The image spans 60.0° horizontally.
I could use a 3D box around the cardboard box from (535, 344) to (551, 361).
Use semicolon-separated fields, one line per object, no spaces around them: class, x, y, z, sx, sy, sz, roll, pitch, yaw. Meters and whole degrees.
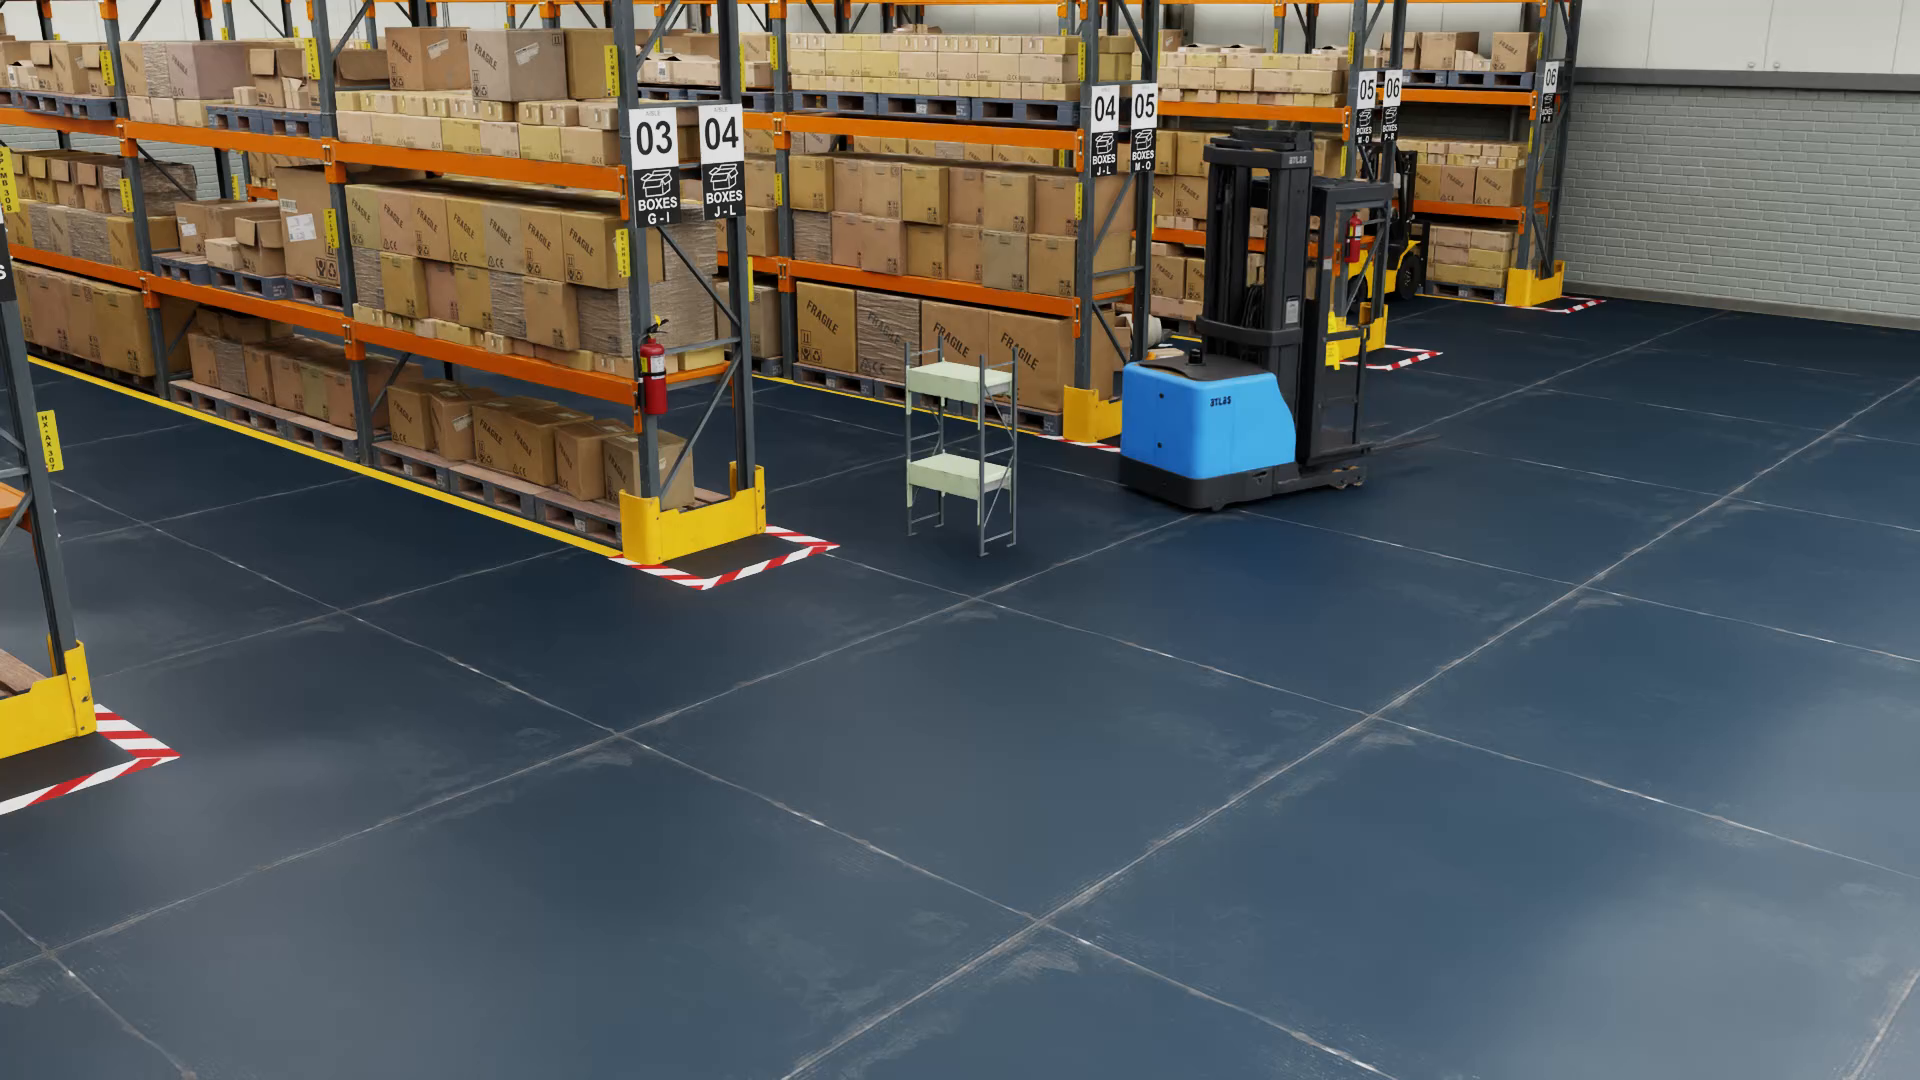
cardboard box;-3.024;-1.482;12.739;0.250;0.149;0.380;15;23;39

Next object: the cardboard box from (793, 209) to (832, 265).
cardboard box;-1.270;-3.294;17.786;0.550;0.550;0.875;15;23;39

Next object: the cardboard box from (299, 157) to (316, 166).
cardboard box;-9.216;-5.437;24.127;0.500;0.500;0.500;14;23;38

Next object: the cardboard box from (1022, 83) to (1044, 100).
cardboard box;0.776;-4.090;15.137;0.250;0.149;0.380;15;23;40

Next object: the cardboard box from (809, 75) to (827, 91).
cardboard box;-1.312;-4.651;16.904;0.250;0.149;0.380;15;23;39

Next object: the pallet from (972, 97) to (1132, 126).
pallet;0.876;-4.025;15.524;1.213;0.211;1.003;15;23;39

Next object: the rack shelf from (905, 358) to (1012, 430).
rack shelf;0.005;-1.086;12.263;0.720;0.370;0.431;15;23;39

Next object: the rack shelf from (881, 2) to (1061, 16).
rack shelf;0.461;-9.089;28.225;4.000;0.370;1.077;15;23;39

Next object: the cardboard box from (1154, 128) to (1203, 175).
cardboard box;2.567;-4.749;20.306;0.500;0.500;0.700;14;23;38

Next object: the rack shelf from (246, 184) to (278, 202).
rack shelf;-9.033;-4.959;24.469;4.000;0.370;1.077;15;23;39

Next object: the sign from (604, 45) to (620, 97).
sign;-2.313;-3.120;11.060;0.005;0.325;0.100;15;23;39

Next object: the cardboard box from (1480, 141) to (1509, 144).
cardboard box;7.450;-5.480;23.190;0.250;0.149;0.380;16;23;40

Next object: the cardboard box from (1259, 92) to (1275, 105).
cardboard box;3.666;-5.119;19.240;0.250;0.149;0.380;15;23;40

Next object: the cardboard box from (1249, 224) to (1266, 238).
cardboard box;3.573;-3.665;19.618;0.250;0.149;0.380;16;23;40

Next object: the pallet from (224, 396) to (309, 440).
pallet;-6.422;-1.264;16.246;1.213;0.211;1.003;15;23;39

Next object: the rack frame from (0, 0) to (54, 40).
rack frame;-10.905;-6.658;18.715;0.127;3.000;1.000;15;23;39

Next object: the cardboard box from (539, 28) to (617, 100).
cardboard box;-2.861;-3.606;12.573;0.500;0.500;0.500;15;23;39

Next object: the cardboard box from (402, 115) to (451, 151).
cardboard box;-3.991;-3.195;13.010;0.500;0.250;0.500;14;22;37

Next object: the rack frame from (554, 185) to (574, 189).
rack frame;-4.546;-4.097;20.564;0.127;3.000;1.000;15;23;39

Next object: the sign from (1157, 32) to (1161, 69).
sign;1.811;-4.500;15.297;0.005;0.325;0.100;15;23;39

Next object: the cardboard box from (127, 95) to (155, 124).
cardboard box;-7.731;-4.202;16.182;0.500;0.250;0.500;16;23;40

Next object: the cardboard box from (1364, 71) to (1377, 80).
cardboard box;4.449;-5.293;19.127;0.500;0.250;0.500;15;23;38

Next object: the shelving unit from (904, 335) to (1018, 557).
shelving unit;0.005;-0.714;12.381;0.755;1.500;0.431;15;23;39

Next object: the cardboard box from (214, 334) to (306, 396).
cardboard box;-6.976;-1.775;16.652;0.500;0.500;0.700;13;22;35

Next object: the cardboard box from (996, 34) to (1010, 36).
cardboard box;0.450;-4.824;16.131;0.250;0.149;0.380;15;23;39

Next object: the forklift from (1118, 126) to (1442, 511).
forklift;2.837;-1.945;13.896;3.031;2.935;1.130;-11;21;-31

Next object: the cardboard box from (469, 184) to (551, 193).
cardboard box;-3.654;-2.630;13.629;0.500;0.500;0.500;15;23;39

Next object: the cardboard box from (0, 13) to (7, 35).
cardboard box;-11.604;-6.072;19.561;0.500;0.250;0.500;13;22;36

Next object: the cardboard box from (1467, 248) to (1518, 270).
cardboard box;7.368;-3.910;22.998;0.500;0.250;0.500;15;23;39

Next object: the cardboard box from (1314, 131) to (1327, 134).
cardboard box;5.388;-6.061;25.022;0.250;0.149;0.380;15;23;39

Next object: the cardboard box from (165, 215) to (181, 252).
cardboard box;-8.096;-3.202;17.578;0.500;0.500;0.500;16;24;41

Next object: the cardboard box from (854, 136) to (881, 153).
cardboard box;-1.153;-5.485;23.583;0.500;0.500;0.500;14;22;38

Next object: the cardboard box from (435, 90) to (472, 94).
cardboard box;-4.102;-3.636;13.739;0.250;0.149;0.380;14;22;37

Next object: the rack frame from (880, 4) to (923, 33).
rack frame;-1.035;-10.024;29.321;0.127;3.000;1.000;15;23;39

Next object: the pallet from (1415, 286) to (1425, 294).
pallet;6.432;-3.815;24.284;1.213;0.211;1.003;15;23;39

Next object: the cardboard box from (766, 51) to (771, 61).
cardboard box;-2.598;-7.001;24.282;0.258;0.266;0.396;14;23;38

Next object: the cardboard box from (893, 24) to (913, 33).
cardboard box;-1.042;-8.922;29.187;0.258;0.266;0.396;15;23;39

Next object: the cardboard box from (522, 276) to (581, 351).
cardboard box;-2.777;-1.769;12.569;0.500;0.500;0.875;15;23;39

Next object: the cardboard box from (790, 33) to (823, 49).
cardboard box;-1.507;-5.082;16.946;0.250;0.149;0.380;15;23;40

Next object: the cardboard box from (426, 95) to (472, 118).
cardboard box;-3.883;-3.352;12.846;0.250;0.149;0.380;14;23;38

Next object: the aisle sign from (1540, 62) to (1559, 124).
aisle sign;7.794;-5.915;21.992;0.004;0.787;0.394;15;23;39

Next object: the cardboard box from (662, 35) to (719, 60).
cardboard box;-3.059;-5.537;19.116;0.500;0.500;0.500;15;23;39

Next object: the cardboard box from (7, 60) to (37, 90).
cardboard box;-10.144;-5.146;18.361;0.500;0.311;0.500;14;22;37

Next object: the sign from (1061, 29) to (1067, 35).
sign;1.291;-6.172;20.637;0.005;0.325;0.100;15;23;39

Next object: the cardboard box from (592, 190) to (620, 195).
cardboard box;-4.007;-3.892;19.753;0.500;0.500;0.500;15;23;39

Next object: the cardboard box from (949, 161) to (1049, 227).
cardboard box;0.385;-3.393;16.312;0.550;0.550;0.875;15;23;39

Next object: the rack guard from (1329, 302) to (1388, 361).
rack guard;4.591;-2.455;19.522;0.348;0.500;1.175;15;23;39

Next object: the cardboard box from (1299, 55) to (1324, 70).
cardboard box;4.032;-5.383;18.753;0.250;0.149;0.380;16;23;40

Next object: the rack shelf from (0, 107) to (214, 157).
rack shelf;-9.409;-4.484;18.012;4.000;0.370;1.077;15;23;39

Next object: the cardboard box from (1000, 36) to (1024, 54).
cardboard box;0.583;-4.522;15.180;0.250;0.149;0.380;16;23;40

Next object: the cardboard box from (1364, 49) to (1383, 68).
cardboard box;5.857;-6.805;23.500;0.258;0.266;0.396;14;23;38

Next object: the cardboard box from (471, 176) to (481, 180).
cardboard box;-5.977;-4.662;21.081;0.250;0.149;0.380;15;23;39

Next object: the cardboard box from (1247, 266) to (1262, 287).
cardboard box;3.483;-3.084;19.983;0.500;0.500;0.500;16;24;41

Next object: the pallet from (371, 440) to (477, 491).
pallet;-4.396;-0.736;14.583;1.213;0.211;1.003;15;23;39
